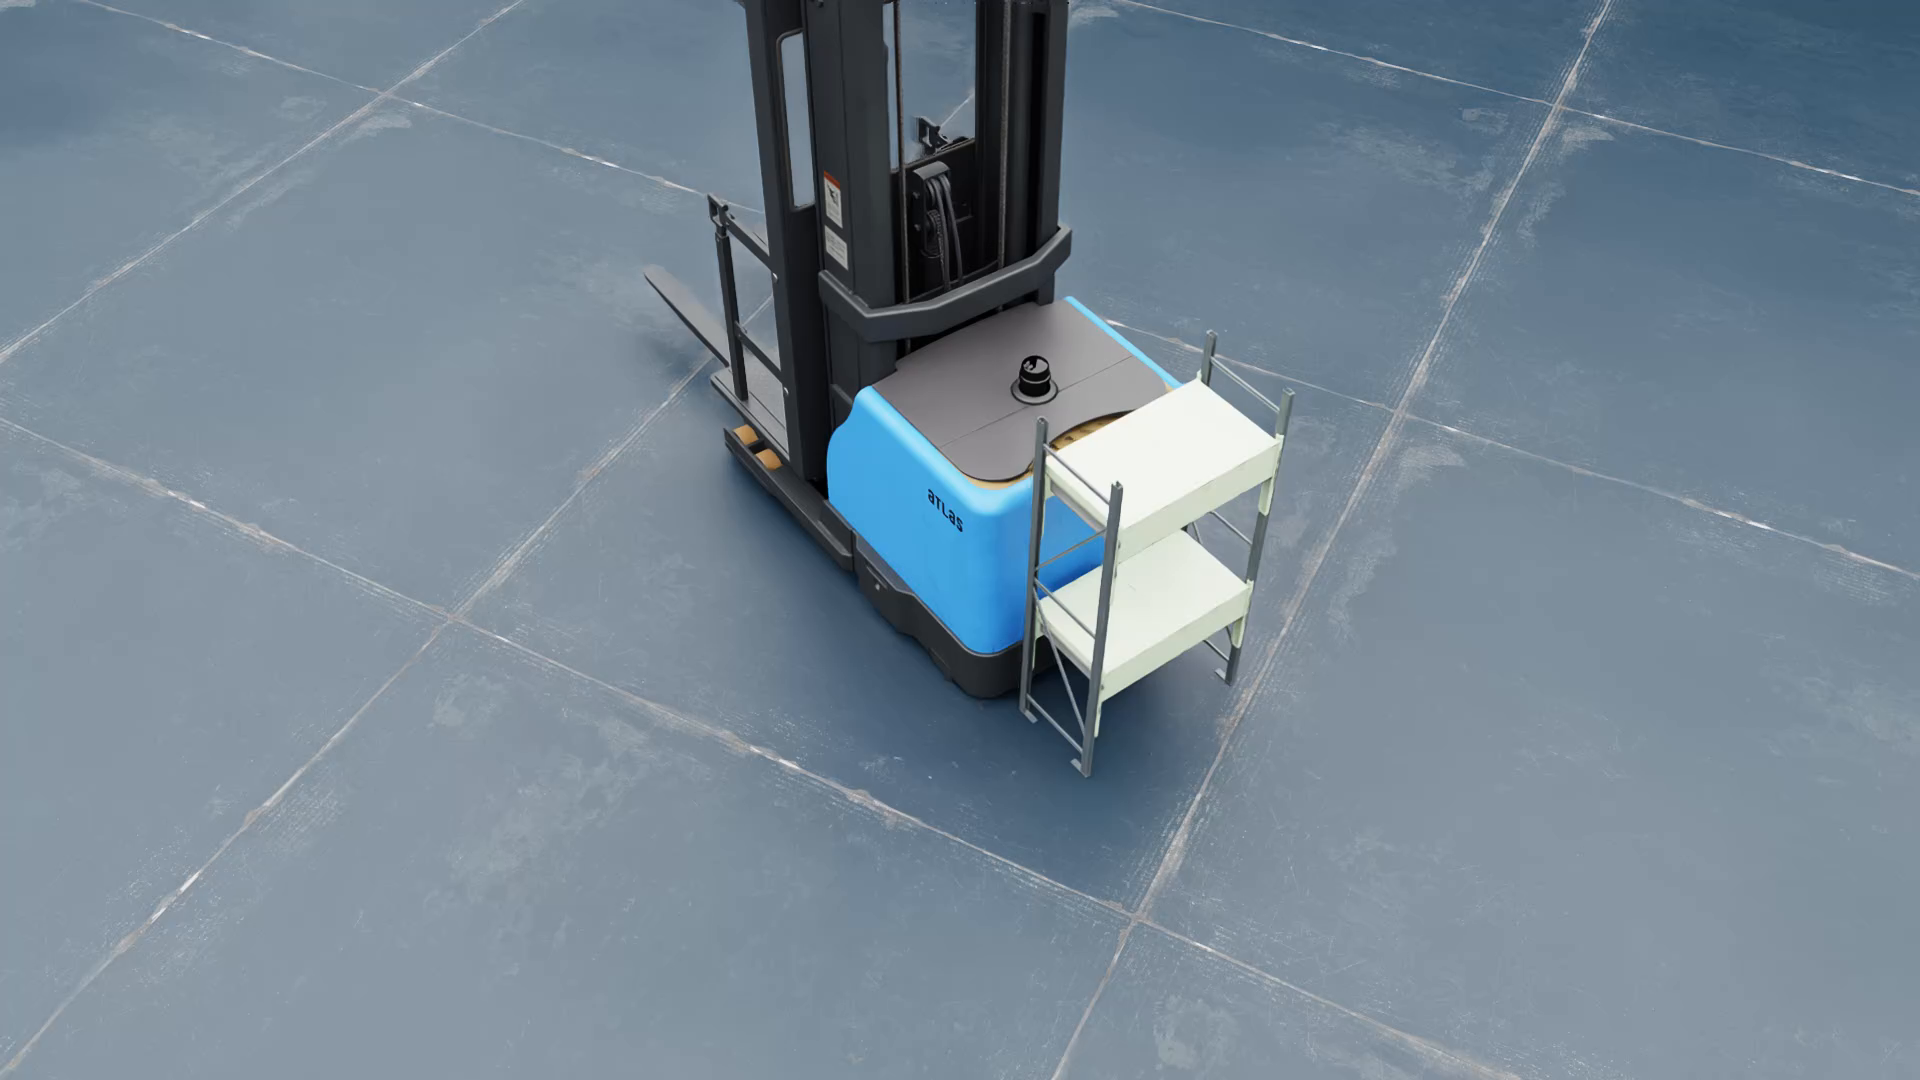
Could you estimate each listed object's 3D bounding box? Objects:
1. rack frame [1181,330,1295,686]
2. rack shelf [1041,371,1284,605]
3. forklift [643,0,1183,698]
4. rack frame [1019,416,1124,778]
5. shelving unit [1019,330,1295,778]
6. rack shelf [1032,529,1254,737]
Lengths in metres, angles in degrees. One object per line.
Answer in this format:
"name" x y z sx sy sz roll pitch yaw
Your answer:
"rack frame" 0.950 -0.071 6.039 0.023 1.500 0.400 -28 53 -25
"rack shelf" 0.661 -0.184 5.602 0.720 0.370 0.431 -28 53 -25
"forklift" -0.378 -1.442 6.395 1.130 2.935 3.031 -27 51 -24
"rack frame" 0.364 0.242 5.730 0.023 1.500 0.400 -28 53 -25
"shelving unit" 0.657 0.086 5.884 0.755 1.500 0.431 -28 53 -25
"rack shelf" 0.653 0.311 6.120 0.720 0.370 0.431 -28 53 -25
